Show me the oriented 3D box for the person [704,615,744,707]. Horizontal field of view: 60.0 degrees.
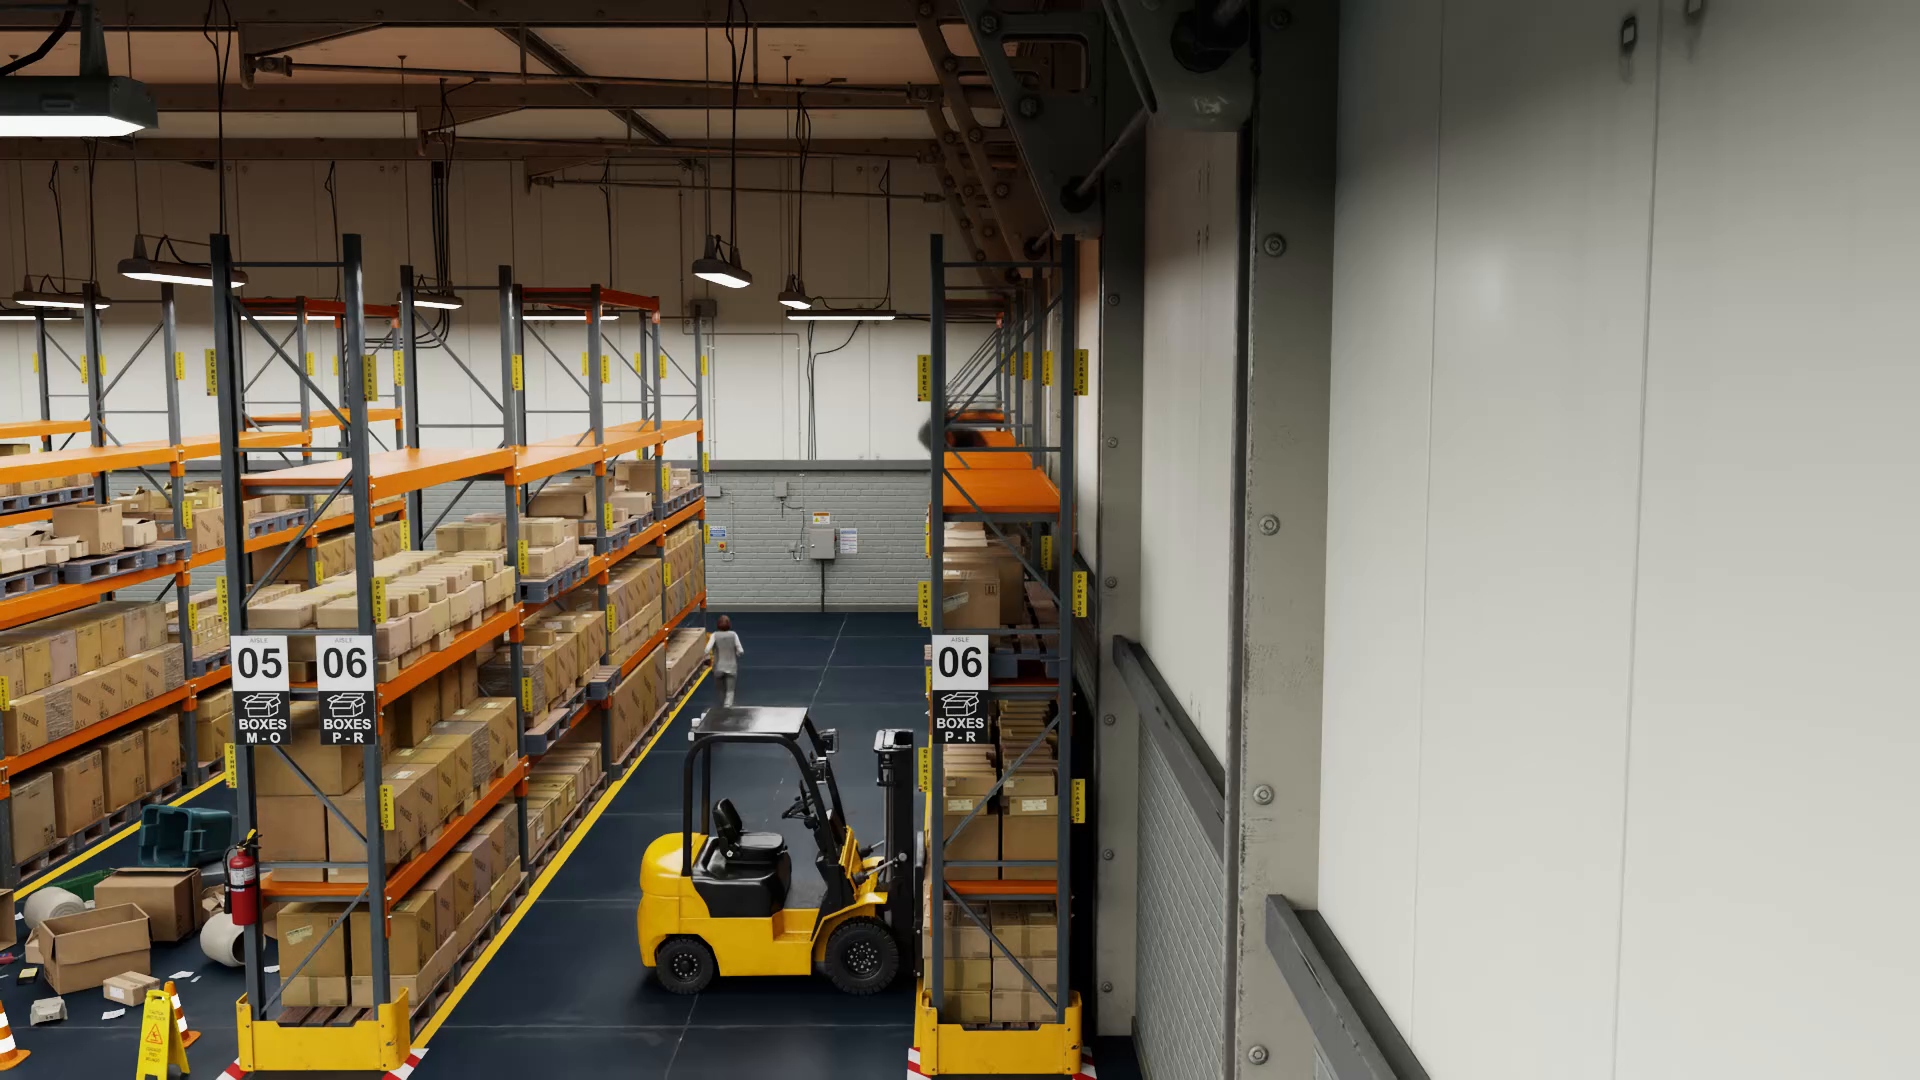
[{"bbox_3d":[-3.265,1.834,23.089,0.544,1.591,0.840,-1,6,-6],"label":"person"}]
